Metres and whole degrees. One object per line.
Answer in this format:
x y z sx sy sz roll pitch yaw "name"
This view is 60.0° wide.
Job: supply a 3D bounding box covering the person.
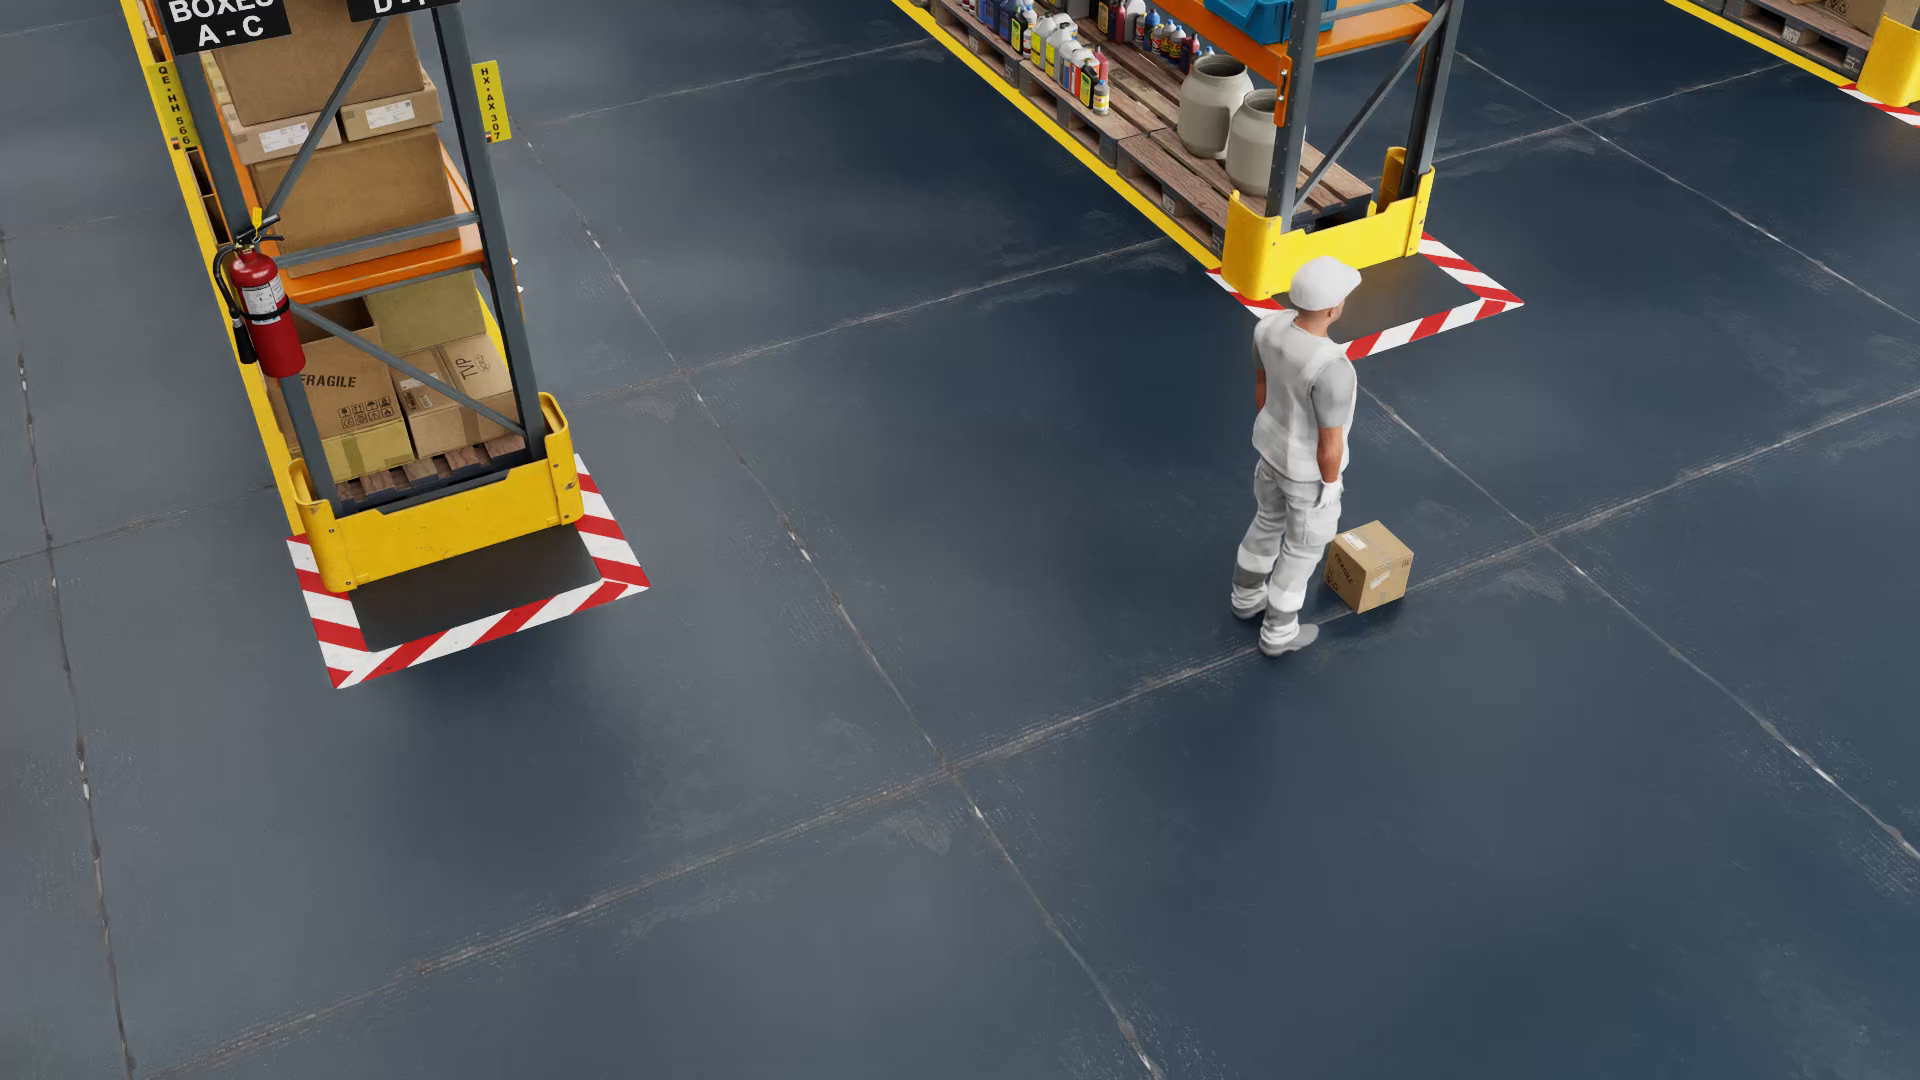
1.325 -0.325 6.531 0.344 1.804 0.524 -18 44 -19 "person"
